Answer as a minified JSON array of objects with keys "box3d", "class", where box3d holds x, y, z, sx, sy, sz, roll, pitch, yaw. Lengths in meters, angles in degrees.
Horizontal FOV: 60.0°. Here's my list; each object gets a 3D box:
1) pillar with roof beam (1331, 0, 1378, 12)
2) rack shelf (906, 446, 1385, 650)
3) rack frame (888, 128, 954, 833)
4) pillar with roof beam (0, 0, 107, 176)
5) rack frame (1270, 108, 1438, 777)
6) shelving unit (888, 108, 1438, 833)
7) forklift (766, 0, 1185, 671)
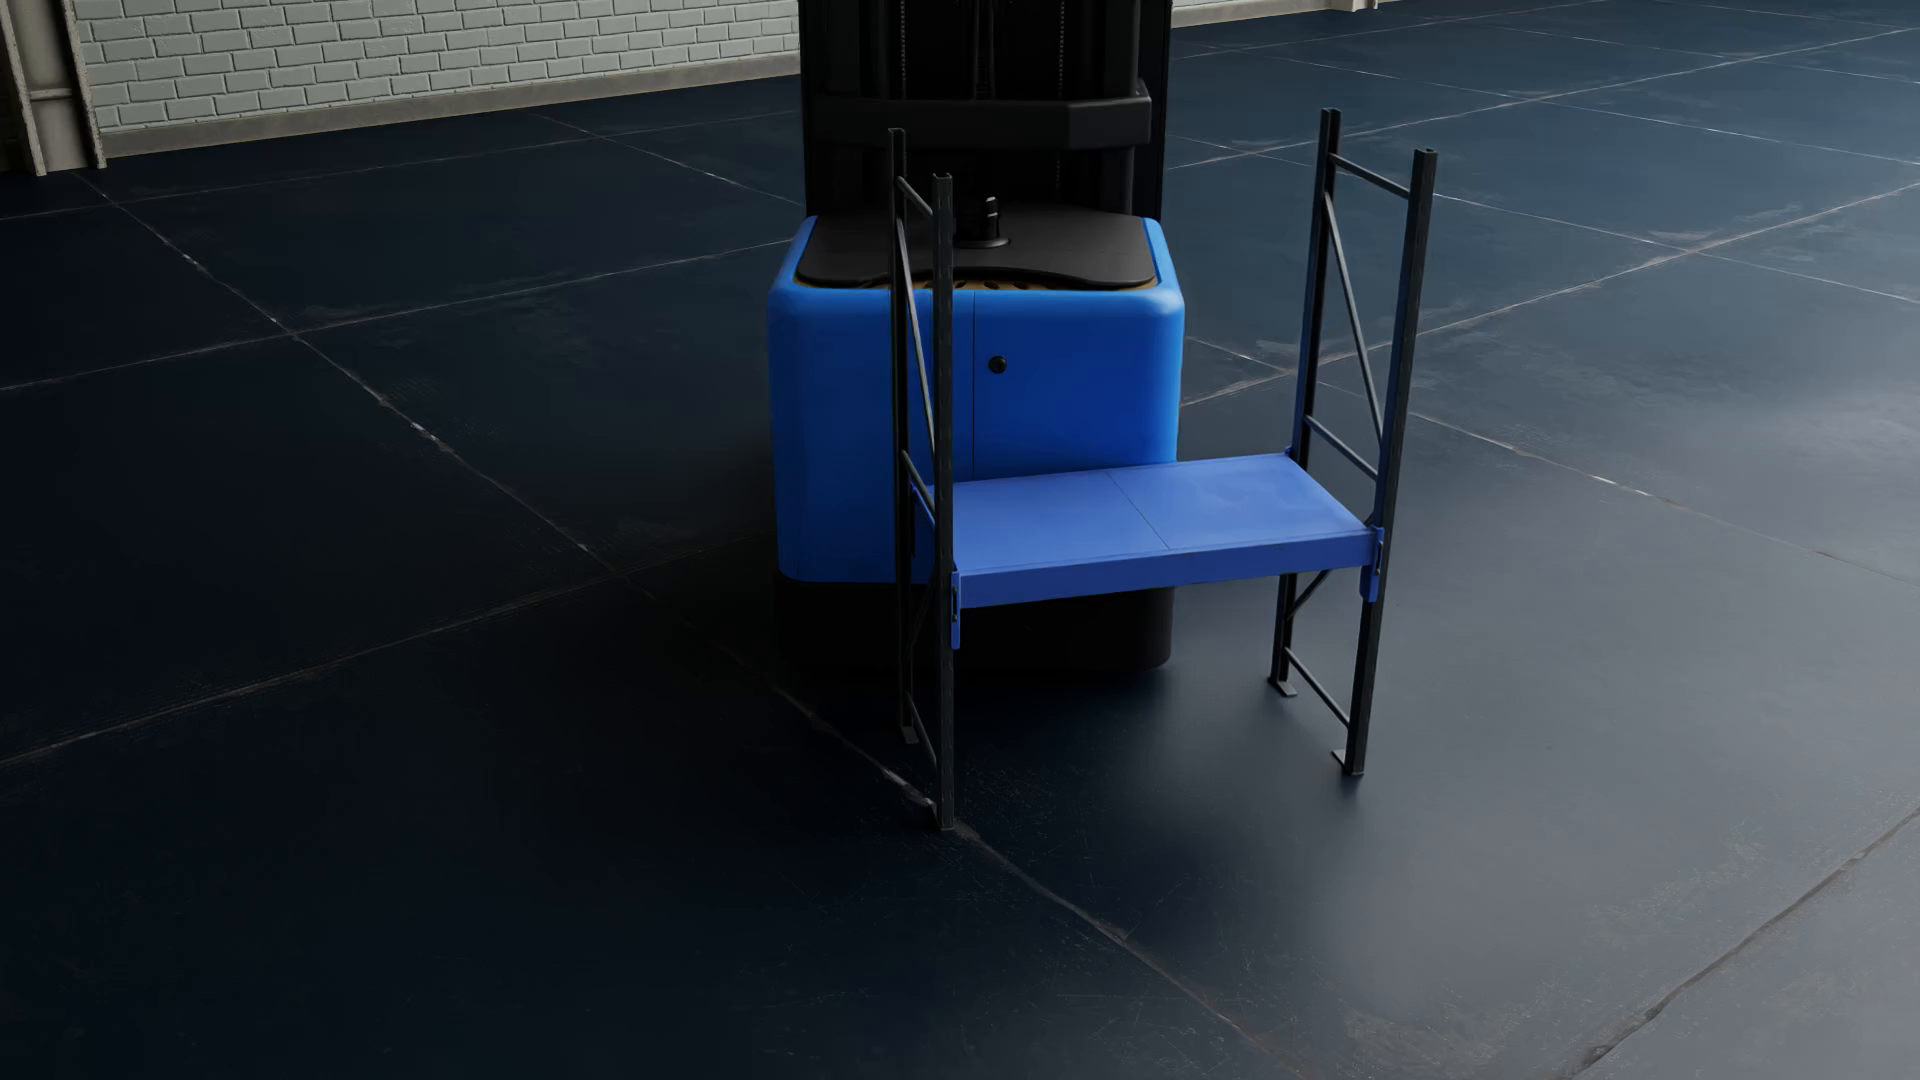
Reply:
[{"box3d":[6.643,-8.048,11.901,0.400,9.000,9.100,-18,31,-34],"class":"pillar with roof beam"},{"box3d":[0.409,0.001,3.894,1.000,0.185,0.538,-6,25,-12],"class":"rack shelf"},{"box3d":[-0.086,-0.113,3.712,0.032,1.500,0.500,-6,25,-12],"class":"rack frame"},{"box3d":[-2.800,-4.930,5.184,0.400,9.000,9.100,-18,31,-34],"class":"pillar with roof beam"},{"box3d":[0.904,-0.211,3.924,0.032,1.500,0.500,-6,25,-12],"class":"rack frame"},{"box3d":[0.409,-0.162,3.818,1.048,1.500,0.538,-6,25,-12],"class":"shelving unit"},{"box3d":[0.080,-1.564,5.138,1.130,2.935,3.031,1,25,2],"class":"forklift"}]
